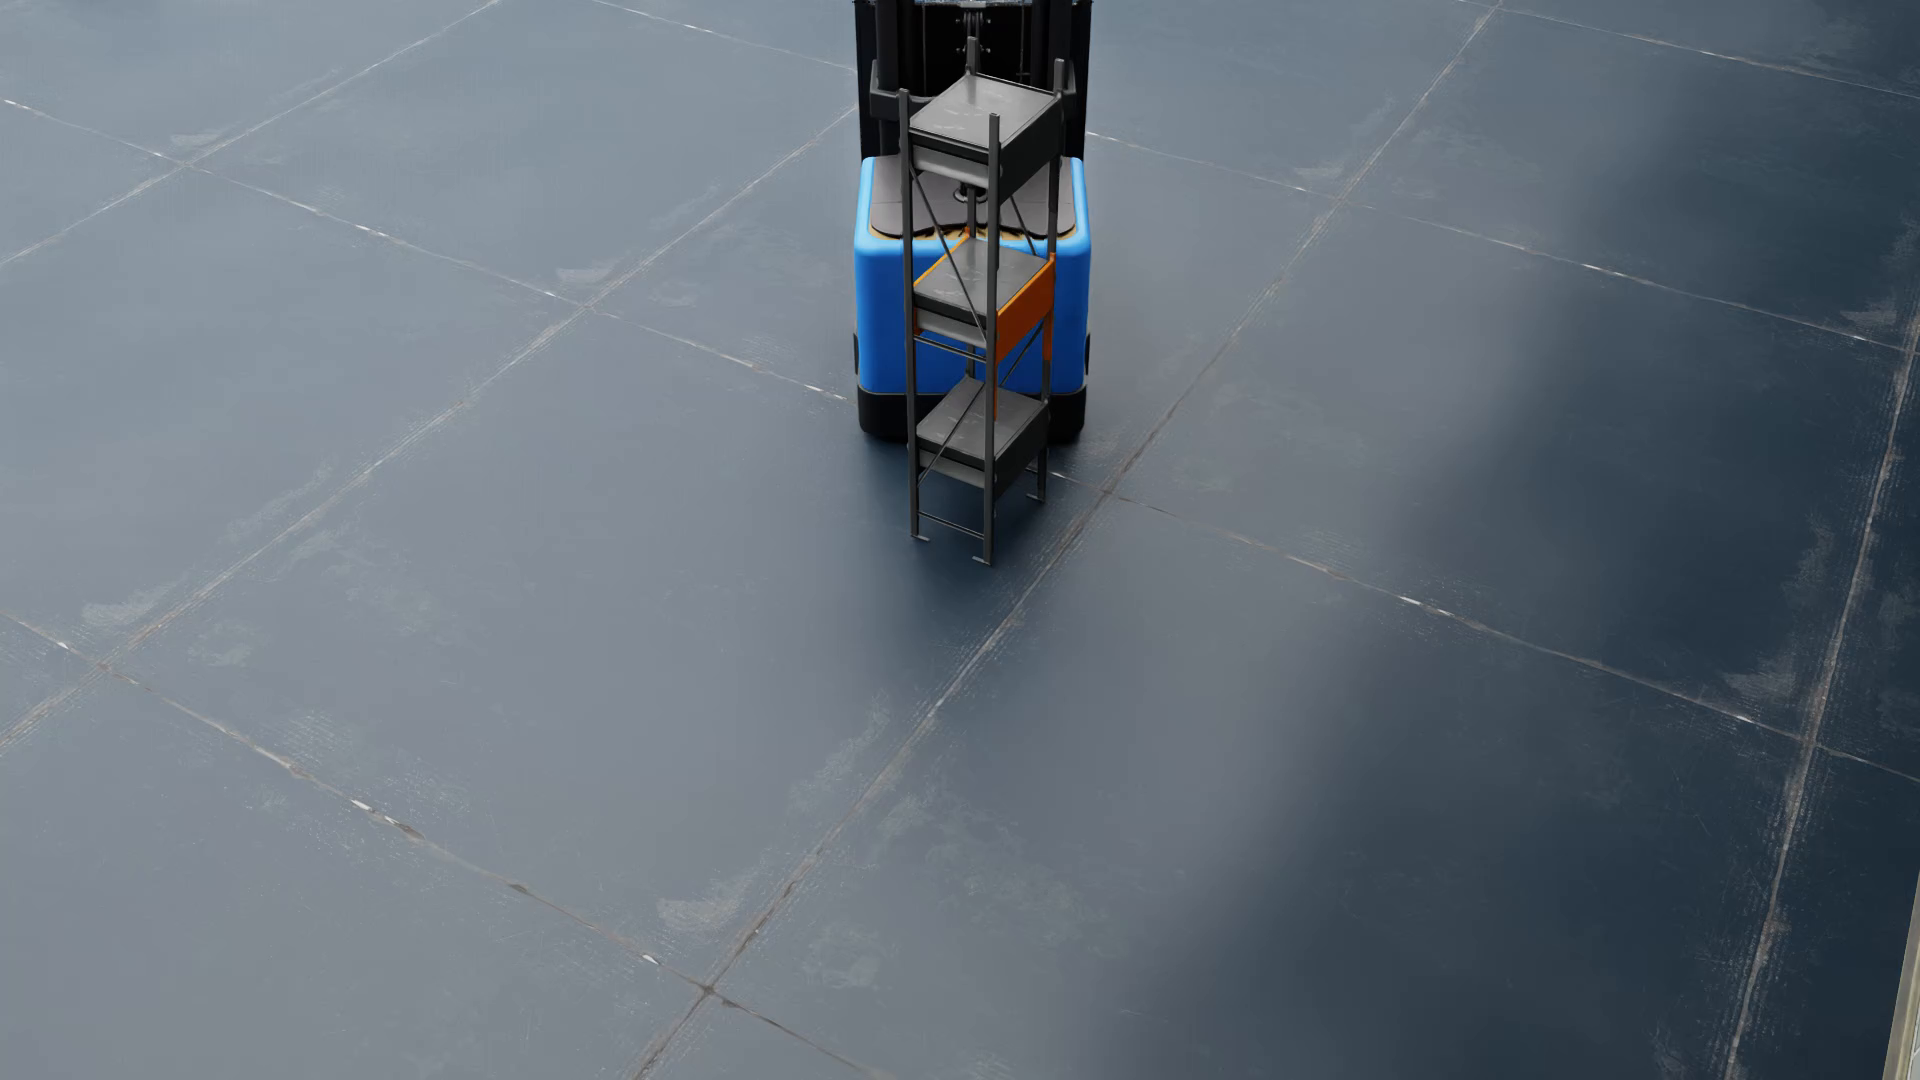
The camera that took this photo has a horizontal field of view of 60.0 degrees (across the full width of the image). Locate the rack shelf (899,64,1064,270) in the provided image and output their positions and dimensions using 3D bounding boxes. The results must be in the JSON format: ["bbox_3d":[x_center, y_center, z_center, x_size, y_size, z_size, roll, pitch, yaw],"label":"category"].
[{"bbox_3d":[0.083,-1.398,6.210,0.431,0.518,0.480,21,45,22],"label":"rack shelf"}]

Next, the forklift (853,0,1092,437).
[{"bbox_3d":[0.061,-2.524,7.898,1.130,2.935,3.031,0,41,0],"label":"forklift"}]

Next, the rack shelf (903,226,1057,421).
[{"bbox_3d":[0.083,-0.872,6.673,0.431,0.518,0.480,21,45,22],"label":"rack shelf"}]

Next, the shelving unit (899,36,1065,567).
[{"bbox_3d":[0.083,-0.883,6.664,0.431,2.100,0.503,21,45,22],"label":"shelving unit"}]

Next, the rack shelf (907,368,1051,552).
[{"bbox_3d":[0.083,-0.347,7.135,0.431,0.518,0.480,21,45,22],"label":"rack shelf"}]

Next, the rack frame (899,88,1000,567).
[{"bbox_3d":[-0.039,-0.743,6.505,0.400,2.100,0.015,21,45,22],"label":"rack frame"}]

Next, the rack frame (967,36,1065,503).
[{"bbox_3d":[0.205,-1.022,6.822,0.400,2.100,0.015,21,45,22],"label":"rack frame"}]
